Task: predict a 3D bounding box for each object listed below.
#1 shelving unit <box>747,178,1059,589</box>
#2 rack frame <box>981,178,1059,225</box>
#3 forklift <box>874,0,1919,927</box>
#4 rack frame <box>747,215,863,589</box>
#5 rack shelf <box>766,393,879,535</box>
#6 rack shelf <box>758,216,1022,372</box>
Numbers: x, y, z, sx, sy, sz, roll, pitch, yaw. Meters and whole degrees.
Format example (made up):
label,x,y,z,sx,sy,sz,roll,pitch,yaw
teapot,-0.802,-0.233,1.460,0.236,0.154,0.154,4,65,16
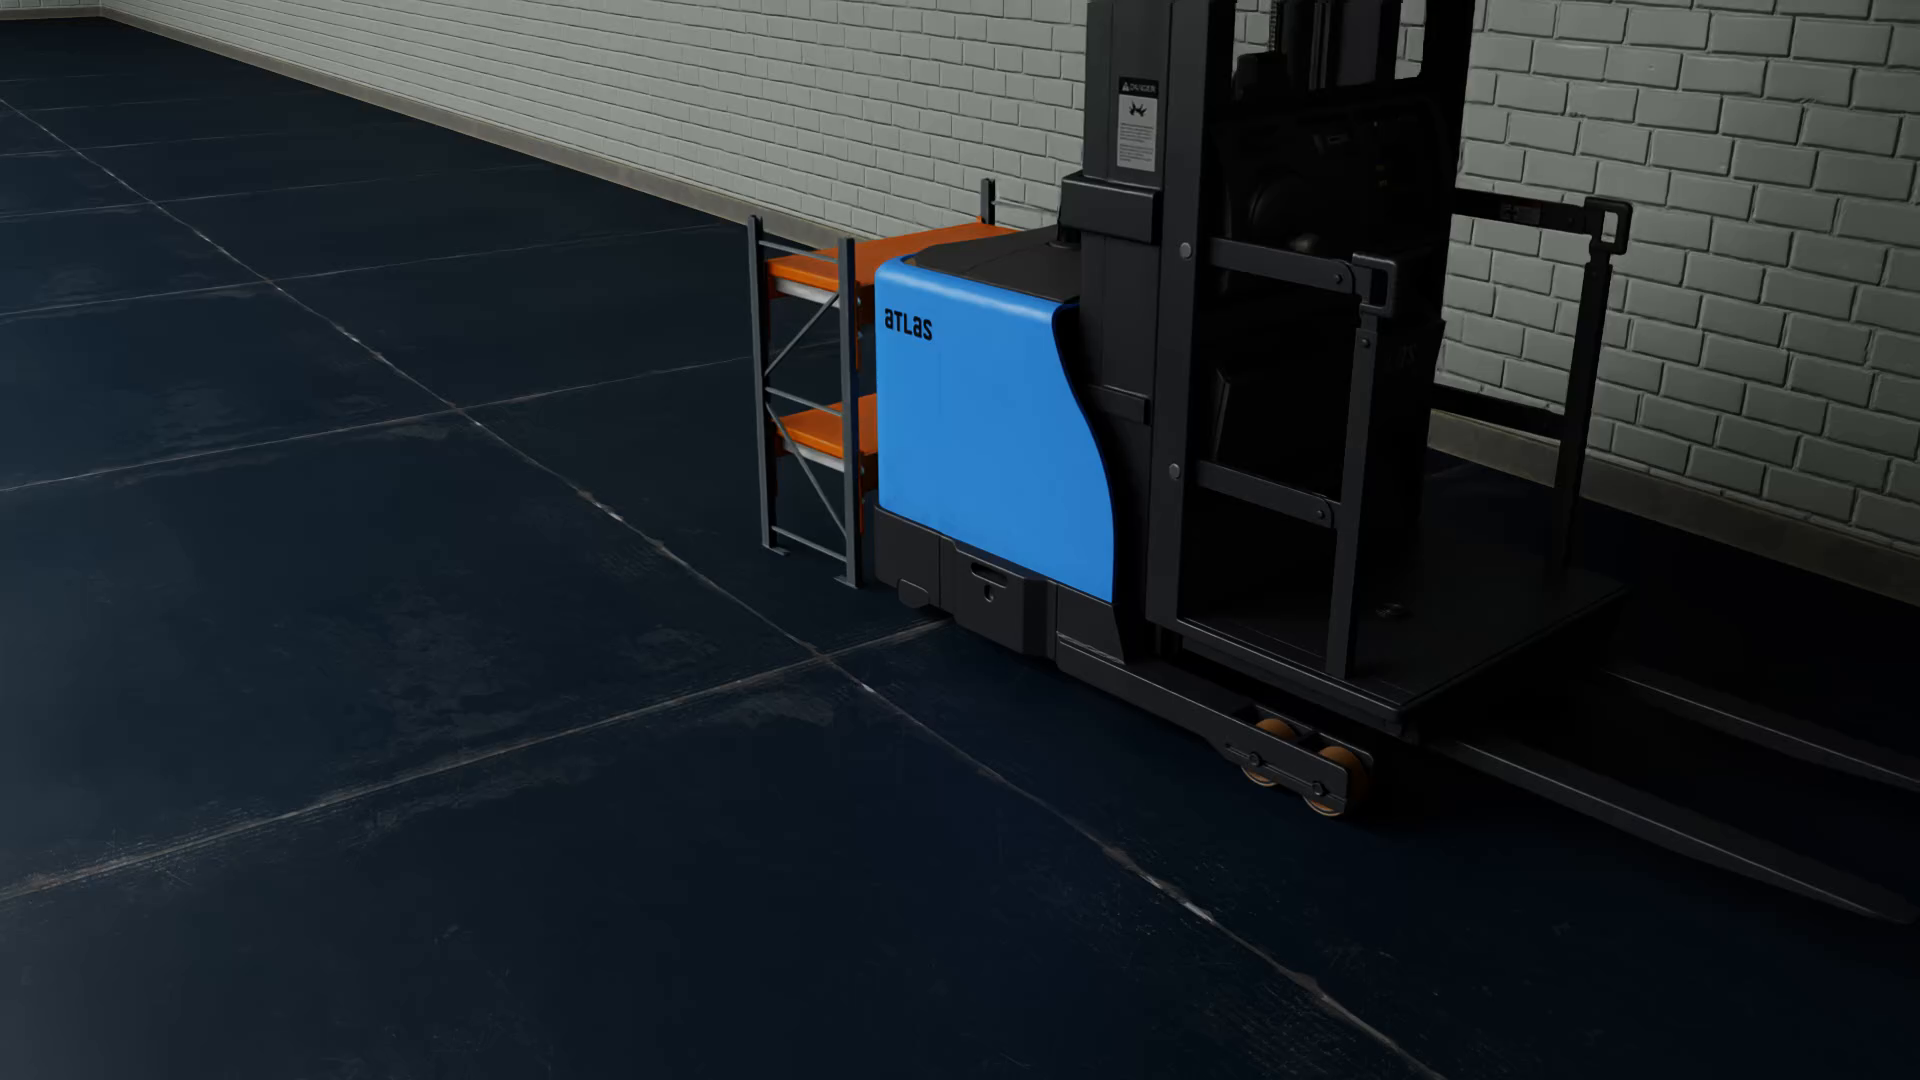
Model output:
label,x,y,z,sx,sy,sz,roll,pitch,yaw
shelving unit,-0.119,-0.565,5.619,1.048,1.125,0.538,-19,29,-39
rack frame,0.254,-0.693,5.939,0.032,1.125,0.500,-19,29,-39
forklift,1.090,-0.904,4.031,1.130,2.935,3.031,-18,28,-38
rack frame,-0.493,-0.437,5.299,0.032,1.125,0.500,-19,29,-39
rack shelf,-0.119,-0.338,5.710,1.000,0.278,0.538,-19,29,-39
rack shelf,-0.119,-0.837,5.511,1.000,0.278,0.538,-19,29,-39
